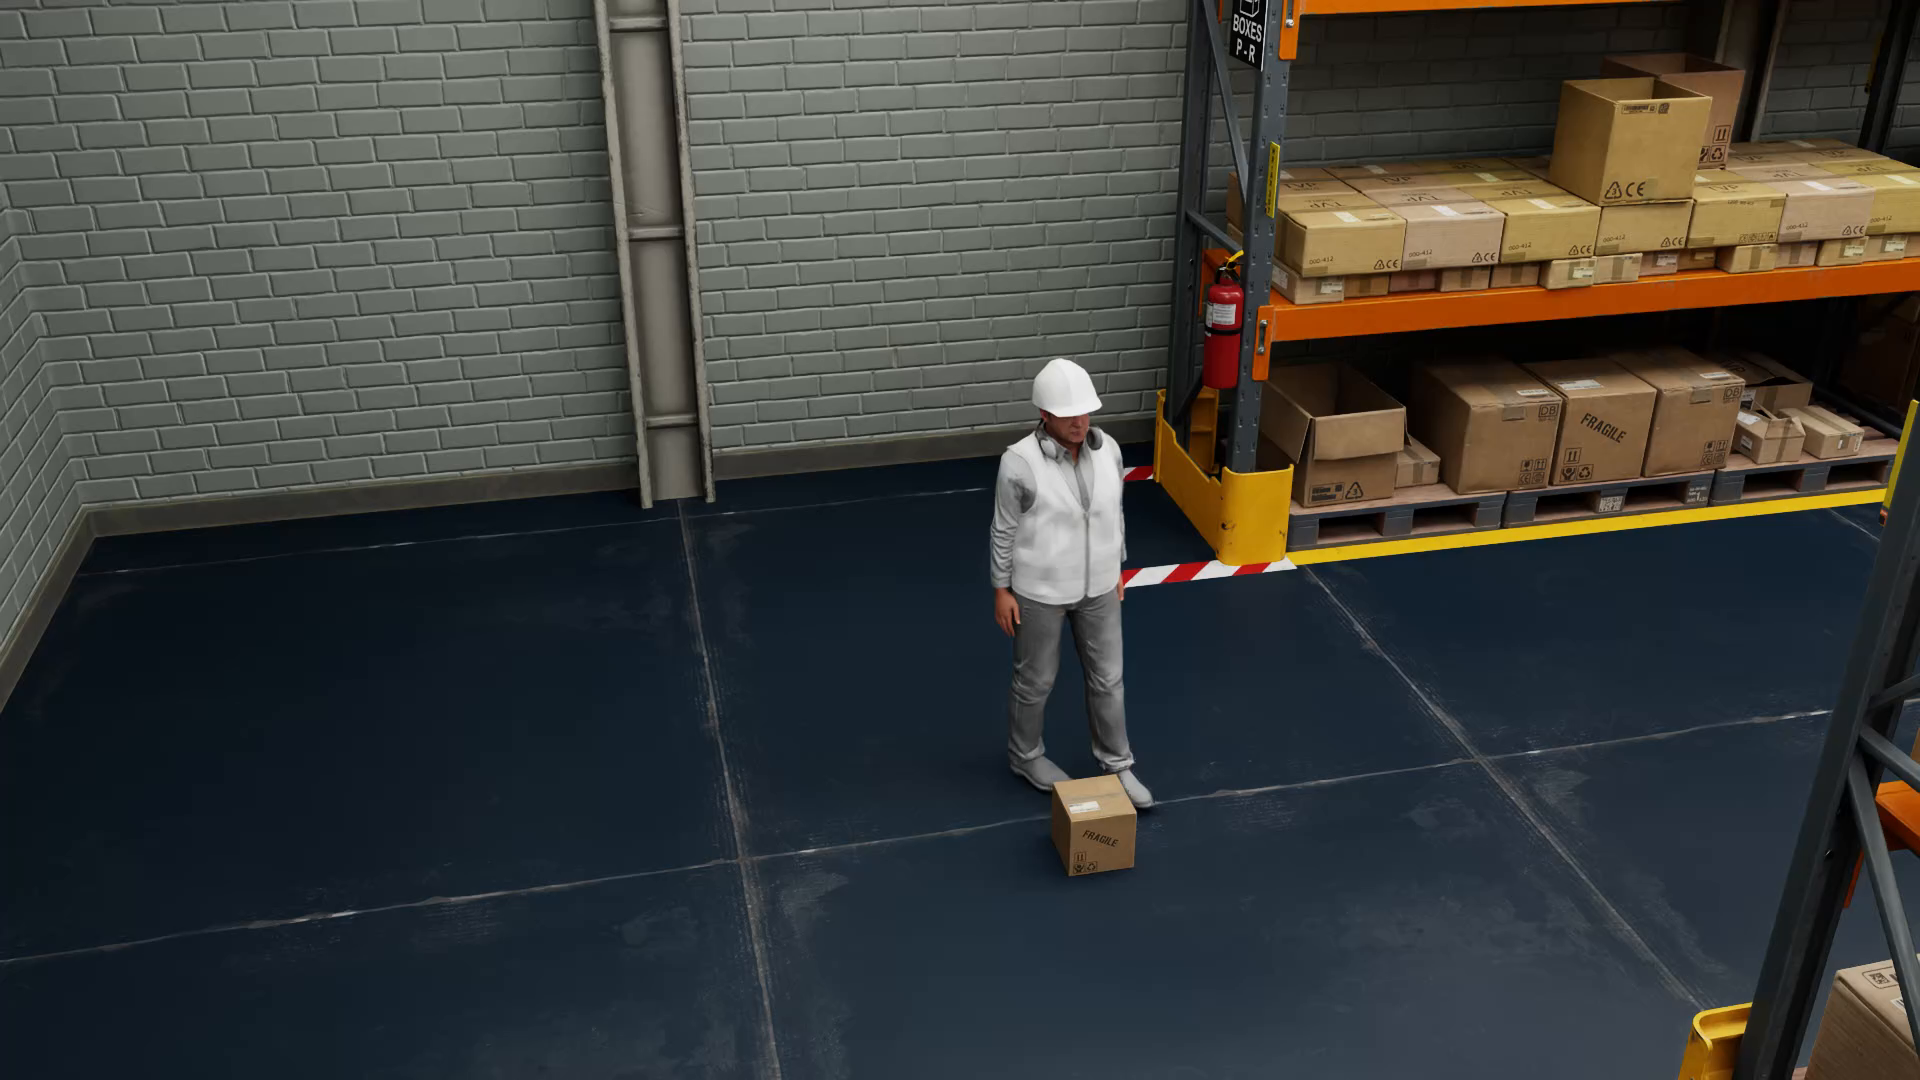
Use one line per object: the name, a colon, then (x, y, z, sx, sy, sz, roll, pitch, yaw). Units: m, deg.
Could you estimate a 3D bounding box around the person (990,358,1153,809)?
person: (0.434, 0.197, 6.182, 0.565, 1.774, 0.590, -12, 29, -23)
